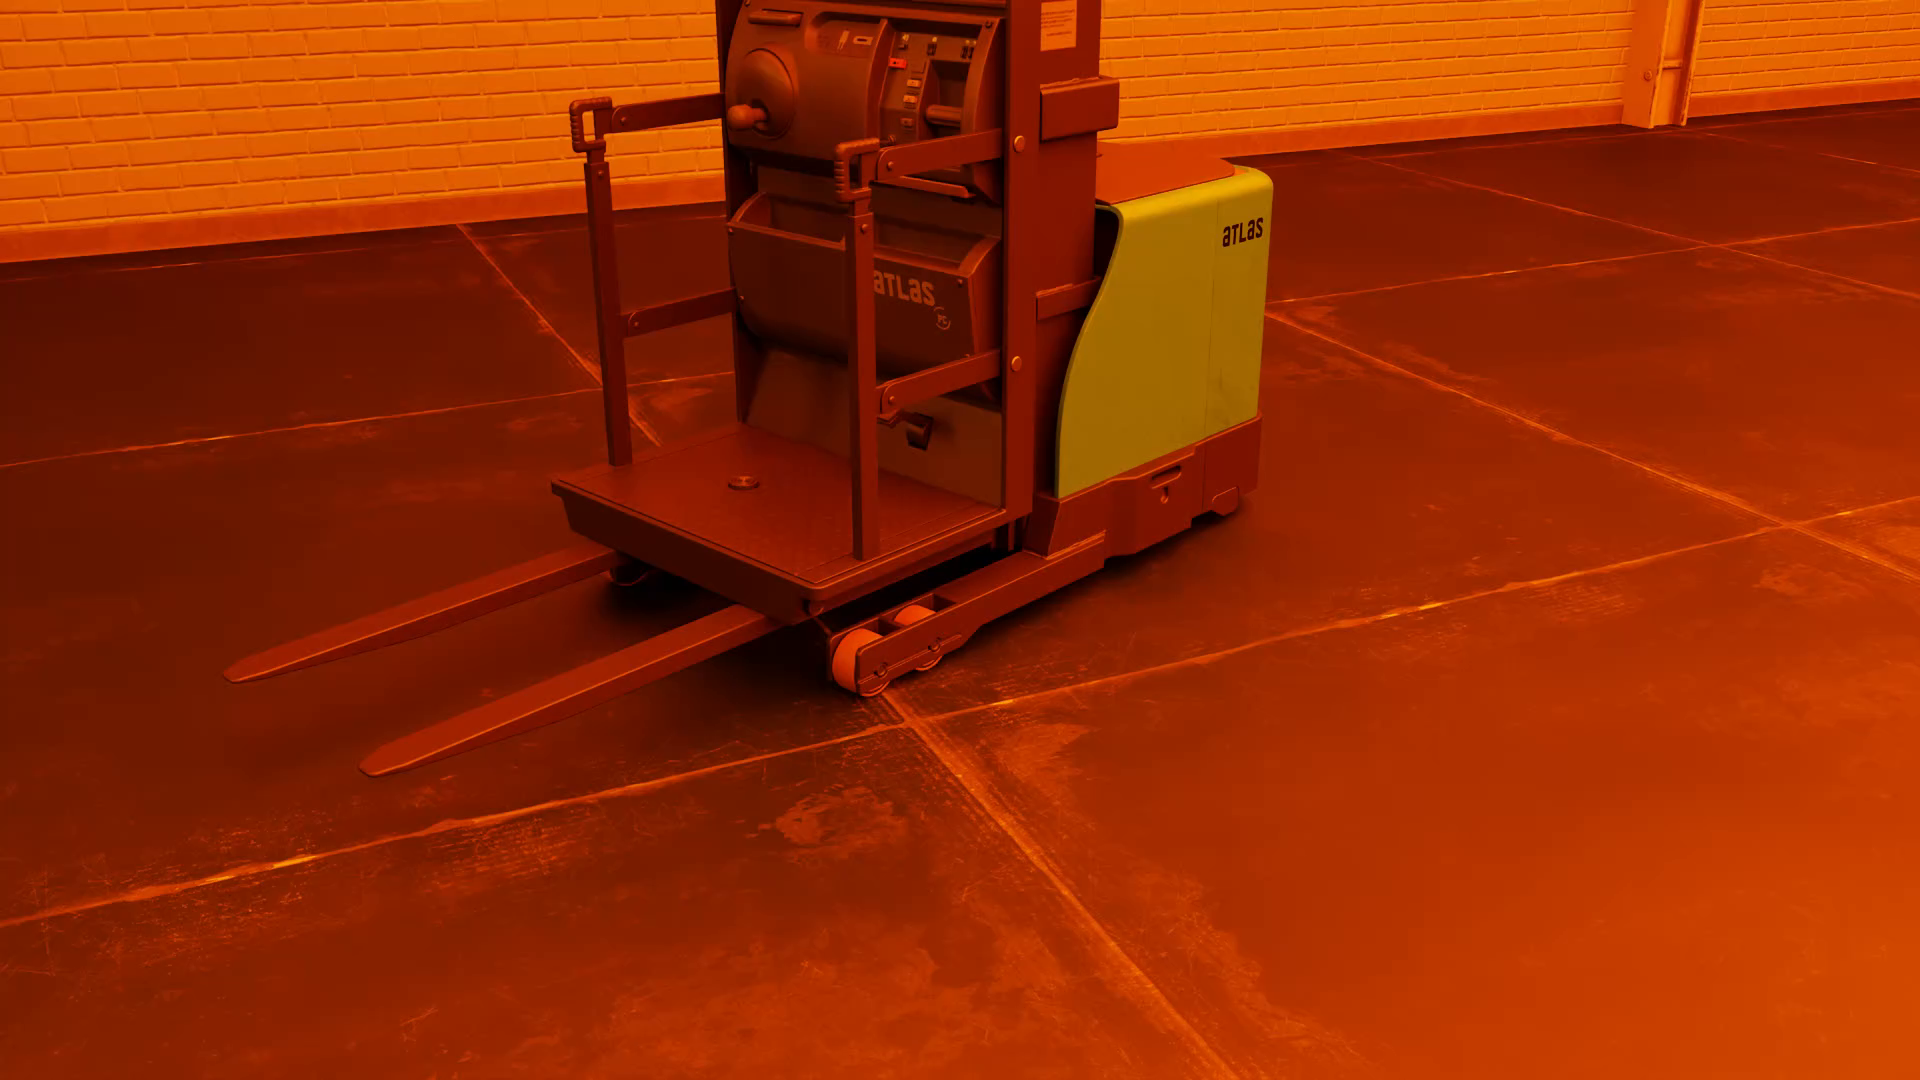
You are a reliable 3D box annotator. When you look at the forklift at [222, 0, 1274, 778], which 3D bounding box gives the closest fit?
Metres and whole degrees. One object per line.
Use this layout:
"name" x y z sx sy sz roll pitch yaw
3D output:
"forklift" -0.413 -1.182 4.131 1.130 2.935 3.031 19 29 39
